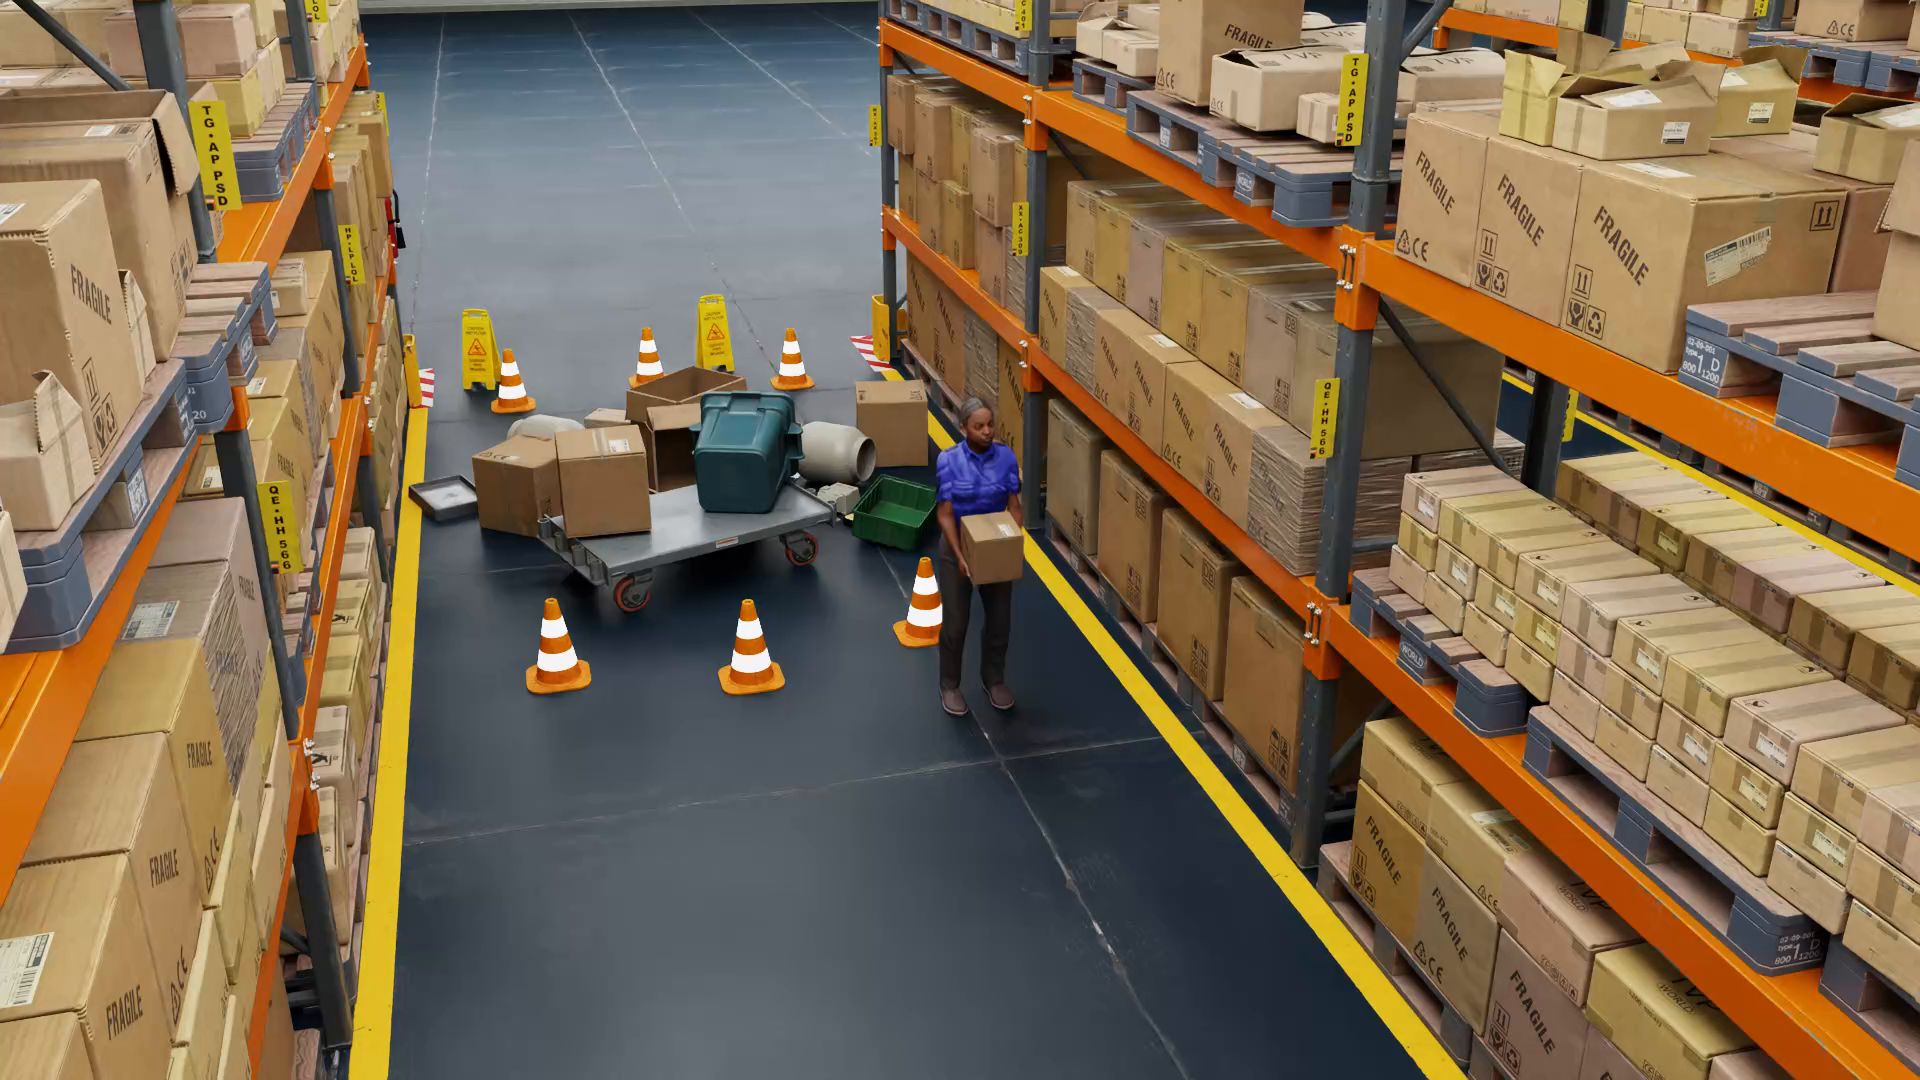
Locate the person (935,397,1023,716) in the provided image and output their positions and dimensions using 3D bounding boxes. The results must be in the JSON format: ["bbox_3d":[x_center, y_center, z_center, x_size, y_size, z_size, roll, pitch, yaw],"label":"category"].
[{"bbox_3d":[0.107,0.112,8.351,0.441,1.656,0.499,-7,24,-15],"label":"person"}]
